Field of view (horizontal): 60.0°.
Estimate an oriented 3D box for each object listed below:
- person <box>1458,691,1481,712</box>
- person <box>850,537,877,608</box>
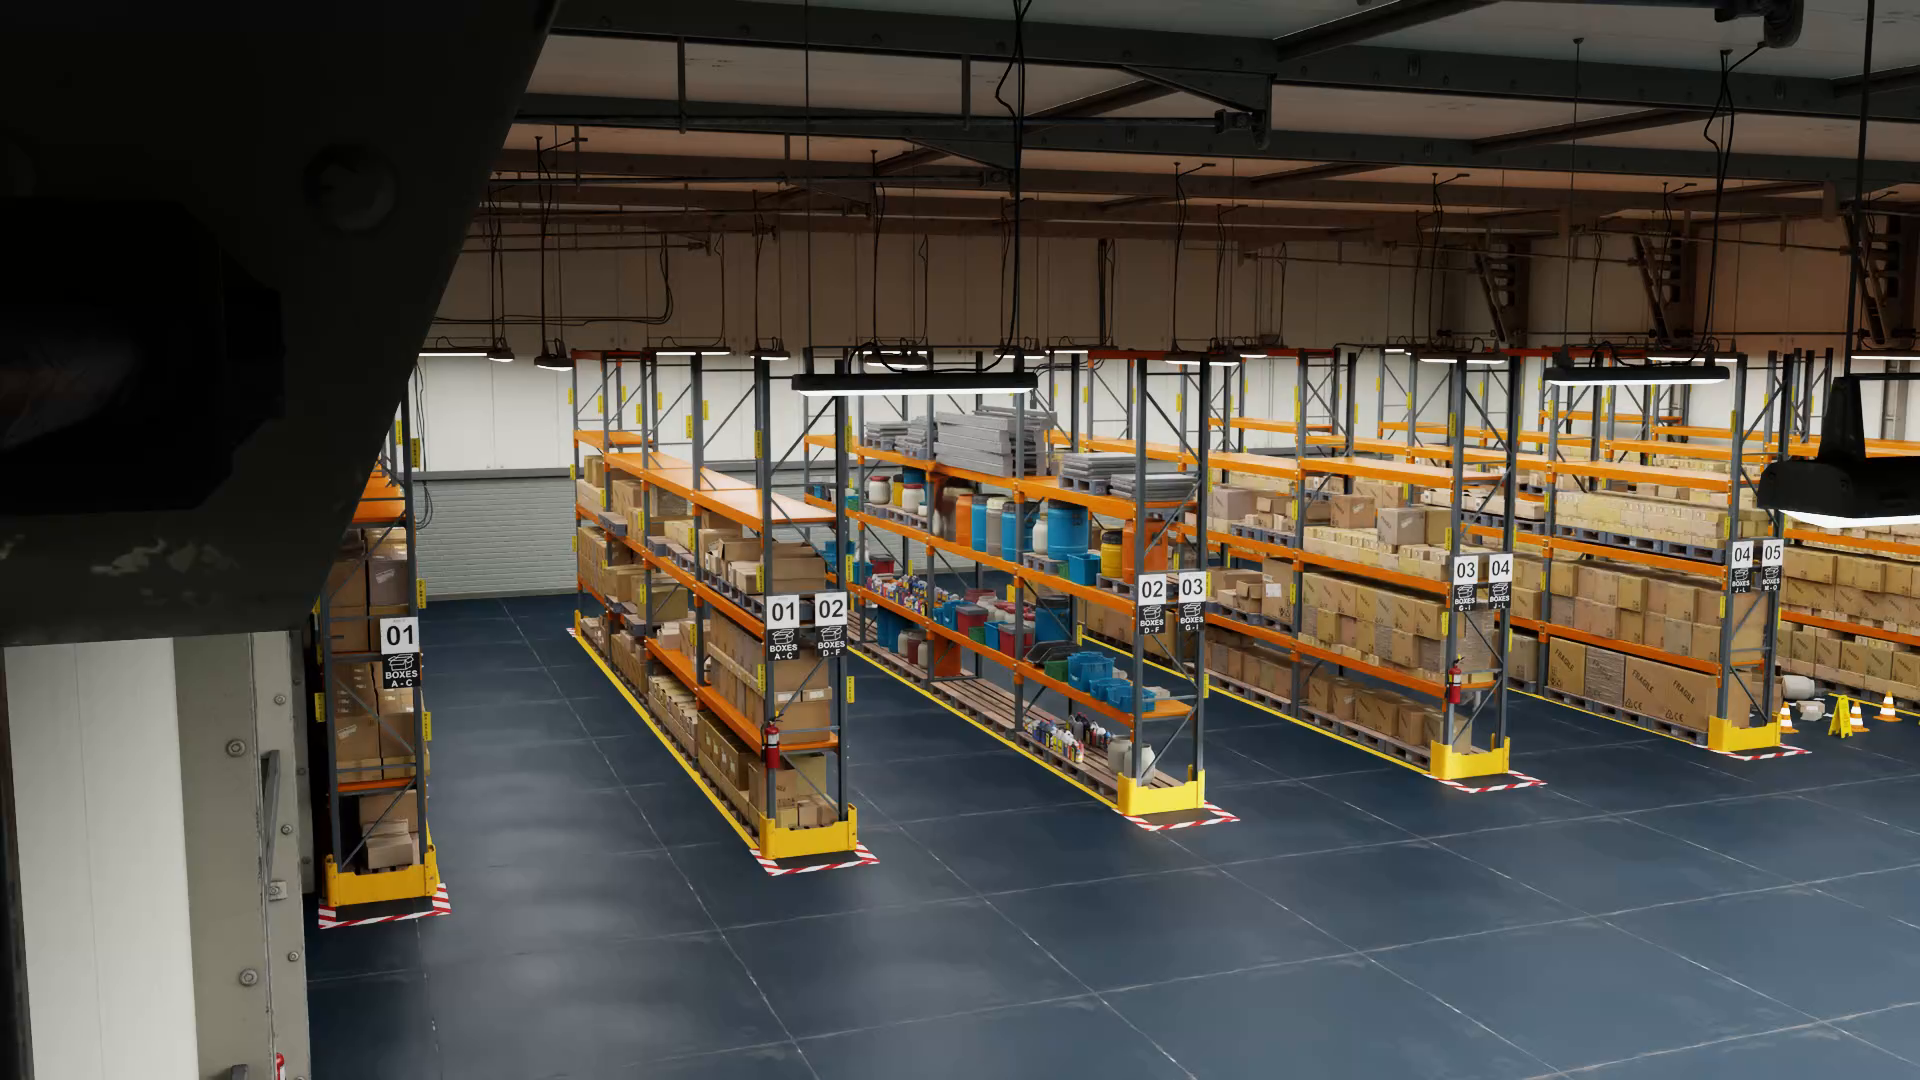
[{"bbox_3d":[8.630,2.015,28.021,0.431,1.684,0.569,-5,9,-37],"label":"person"},{"bbox_3d":[-2.250,0.755,38.216,0.712,1.651,0.457,1,7,12],"label":"person"}]
